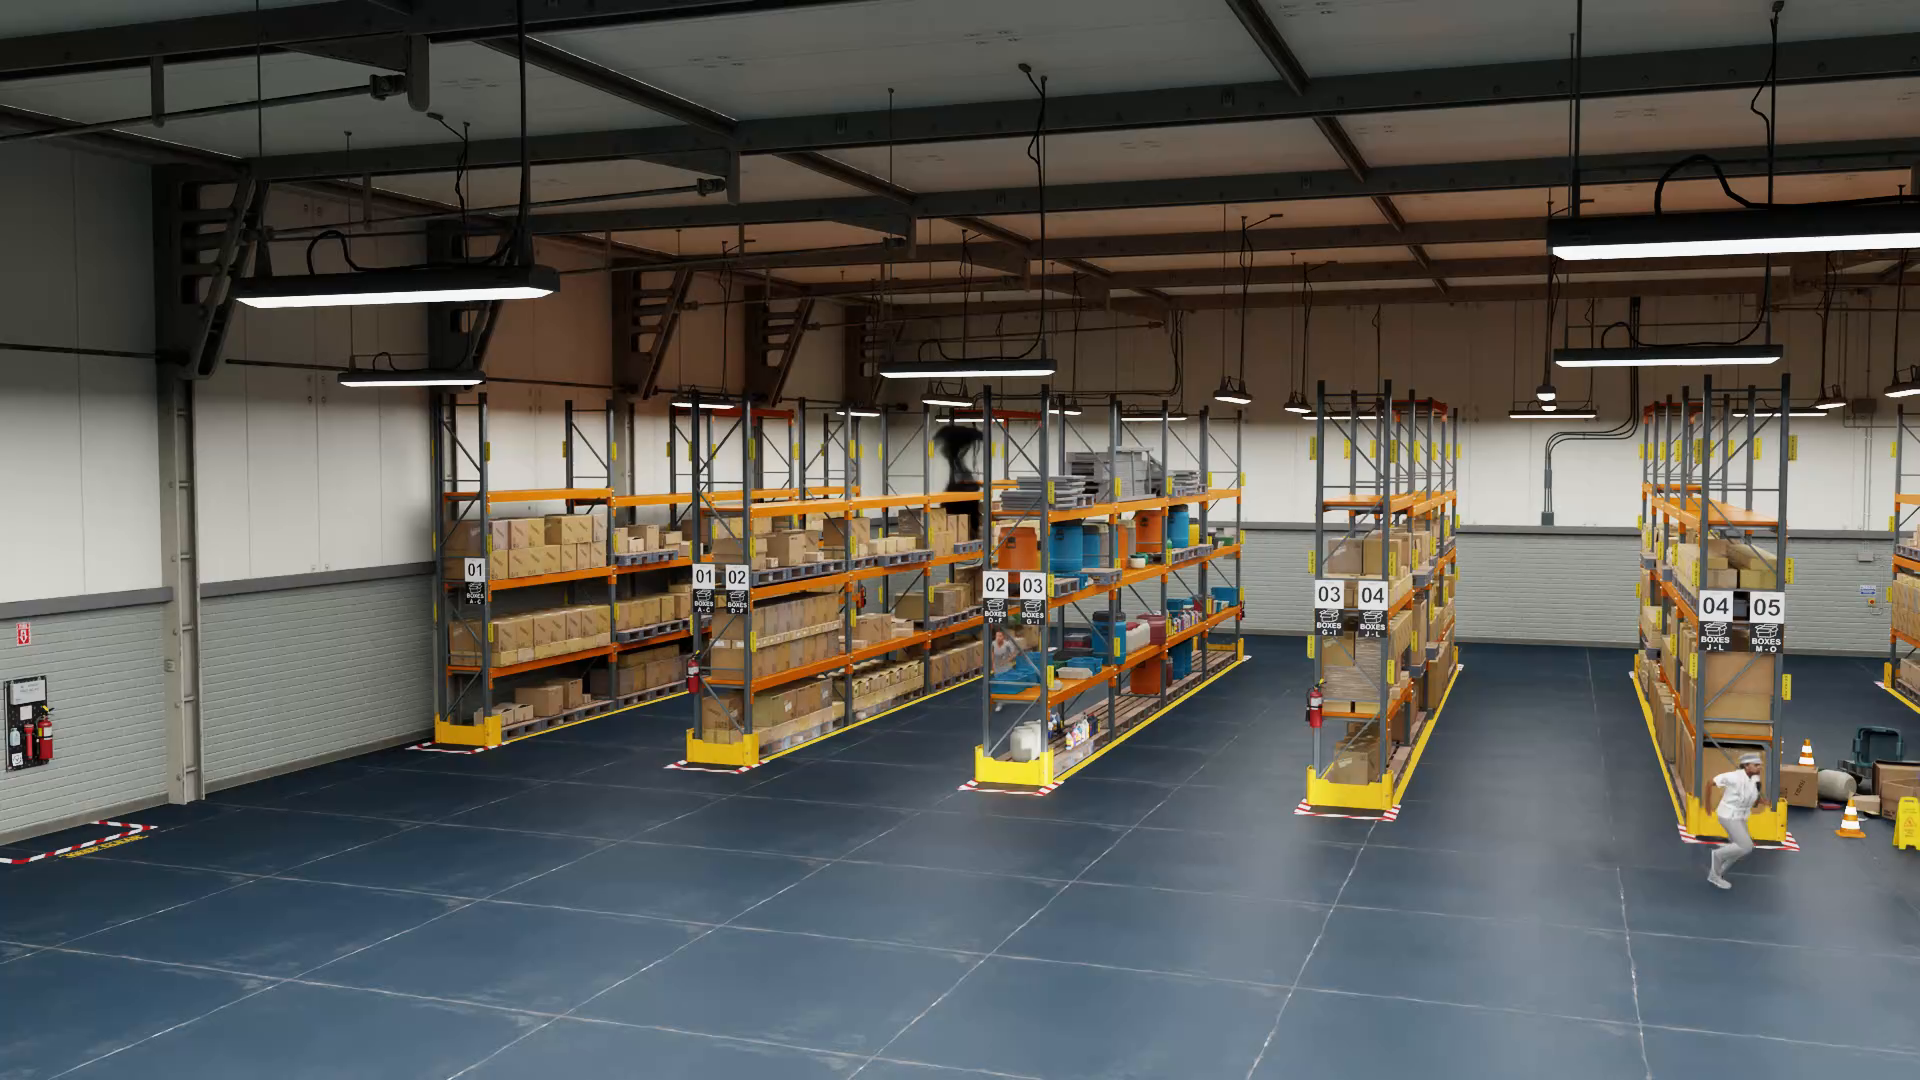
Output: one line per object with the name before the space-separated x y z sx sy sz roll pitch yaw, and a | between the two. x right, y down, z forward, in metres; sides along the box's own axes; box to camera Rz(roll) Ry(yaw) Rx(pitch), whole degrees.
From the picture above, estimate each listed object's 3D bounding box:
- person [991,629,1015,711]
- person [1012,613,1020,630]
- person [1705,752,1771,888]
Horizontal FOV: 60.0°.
person | 0.818 2.508 32.218 0.554 1.600 0.707 1 3 13
person | 1.571 1.852 42.956 0.584 1.710 0.680 1 3 22
person | 8.881 3.190 18.961 0.562 1.611 0.716 -2 4 -33
